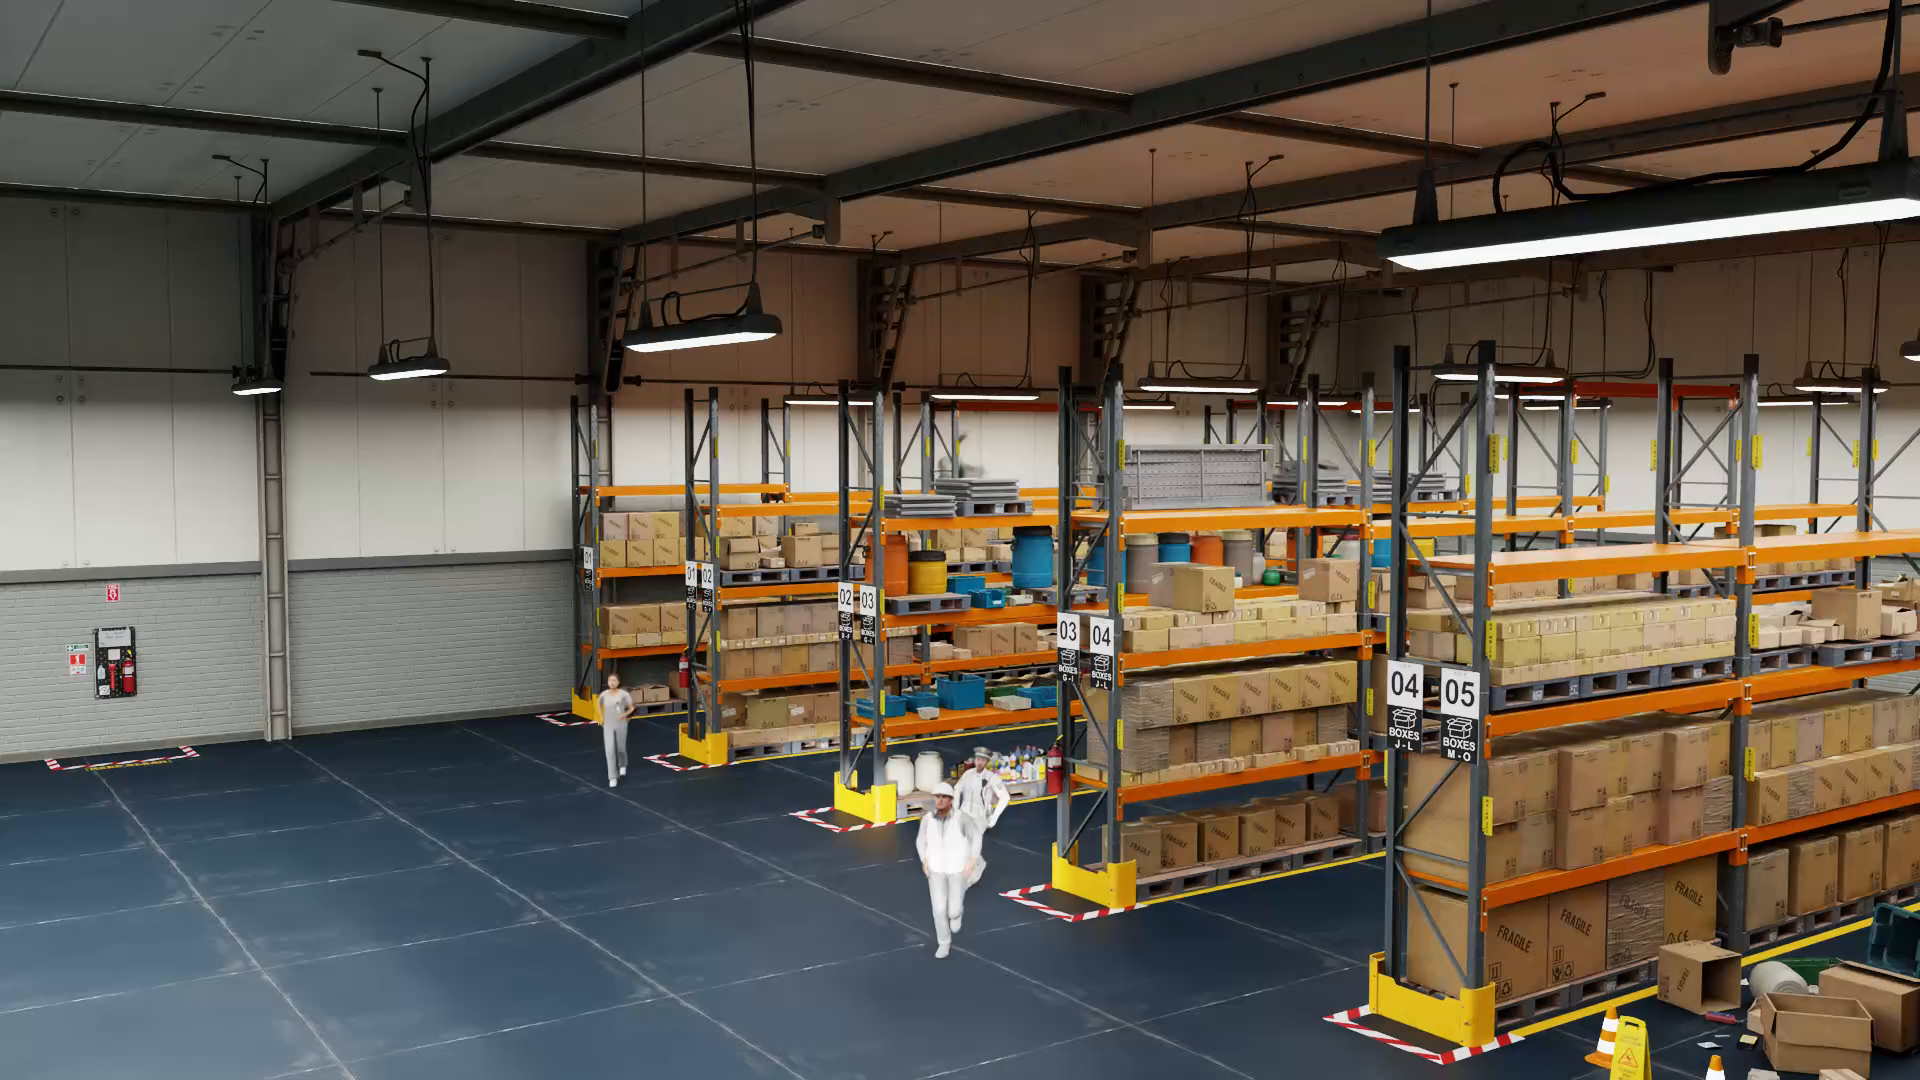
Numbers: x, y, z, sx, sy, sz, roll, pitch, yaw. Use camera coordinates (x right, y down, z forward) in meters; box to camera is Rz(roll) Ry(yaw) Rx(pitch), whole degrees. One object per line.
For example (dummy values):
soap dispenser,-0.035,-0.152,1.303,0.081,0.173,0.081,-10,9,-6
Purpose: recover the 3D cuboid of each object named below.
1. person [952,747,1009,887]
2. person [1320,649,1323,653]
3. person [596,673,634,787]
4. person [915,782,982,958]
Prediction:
person,0.181,3.197,19.107,0.690,1.650,0.474,2,4,30
person,6.652,2.448,31.710,0.805,1.635,0.607,-3,5,-44
person,-5.180,2.815,24.961,0.579,1.650,0.871,0,3,-2
person,-0.097,3.298,16.748,0.615,1.748,0.650,1,3,10
